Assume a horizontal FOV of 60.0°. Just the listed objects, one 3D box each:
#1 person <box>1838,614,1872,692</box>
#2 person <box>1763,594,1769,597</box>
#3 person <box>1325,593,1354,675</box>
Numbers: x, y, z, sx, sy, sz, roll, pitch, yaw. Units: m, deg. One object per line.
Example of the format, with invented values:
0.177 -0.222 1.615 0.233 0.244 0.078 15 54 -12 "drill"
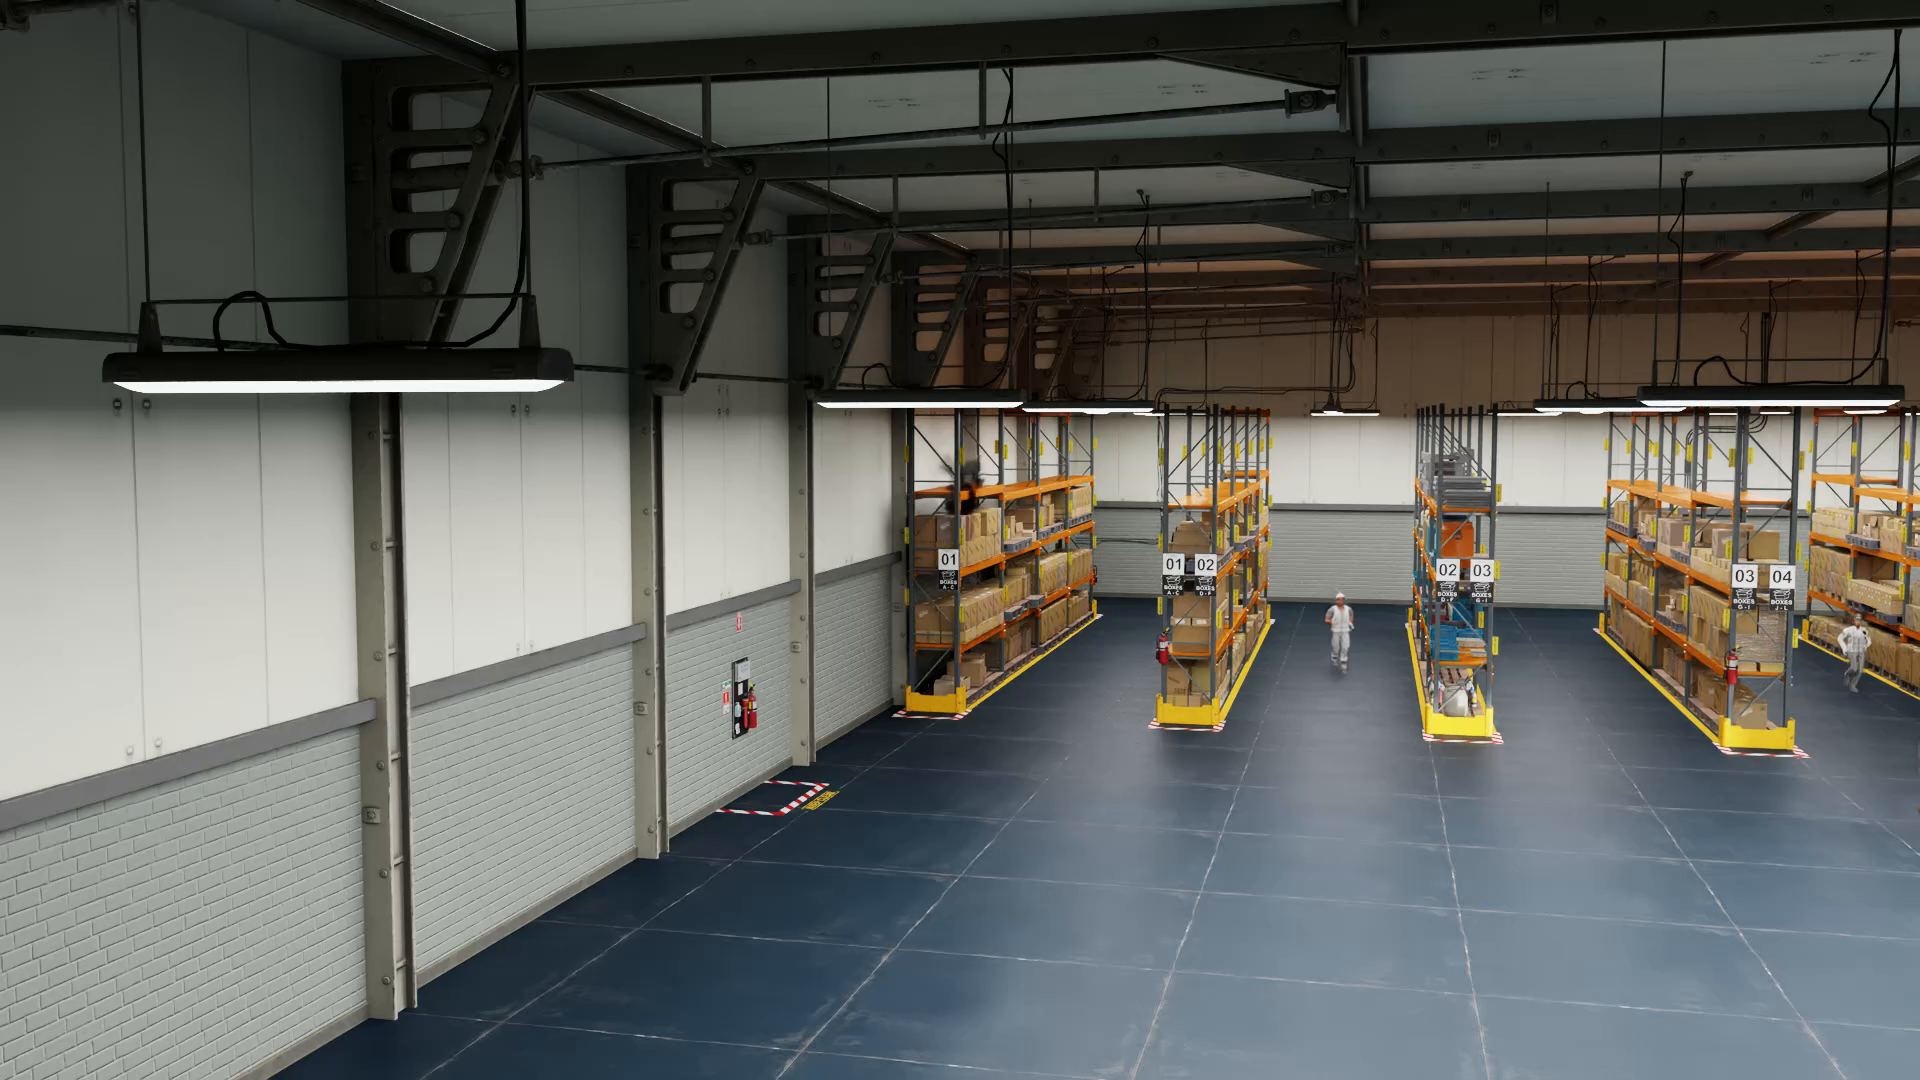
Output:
18.768 2.363 34.809 0.608 1.656 0.540 1 4 7 "person"
20.460 1.825 42.148 0.577 1.691 0.829 2 5 23 "person"
8.536 2.089 37.349 0.656 1.786 0.987 0 4 2 "person"
